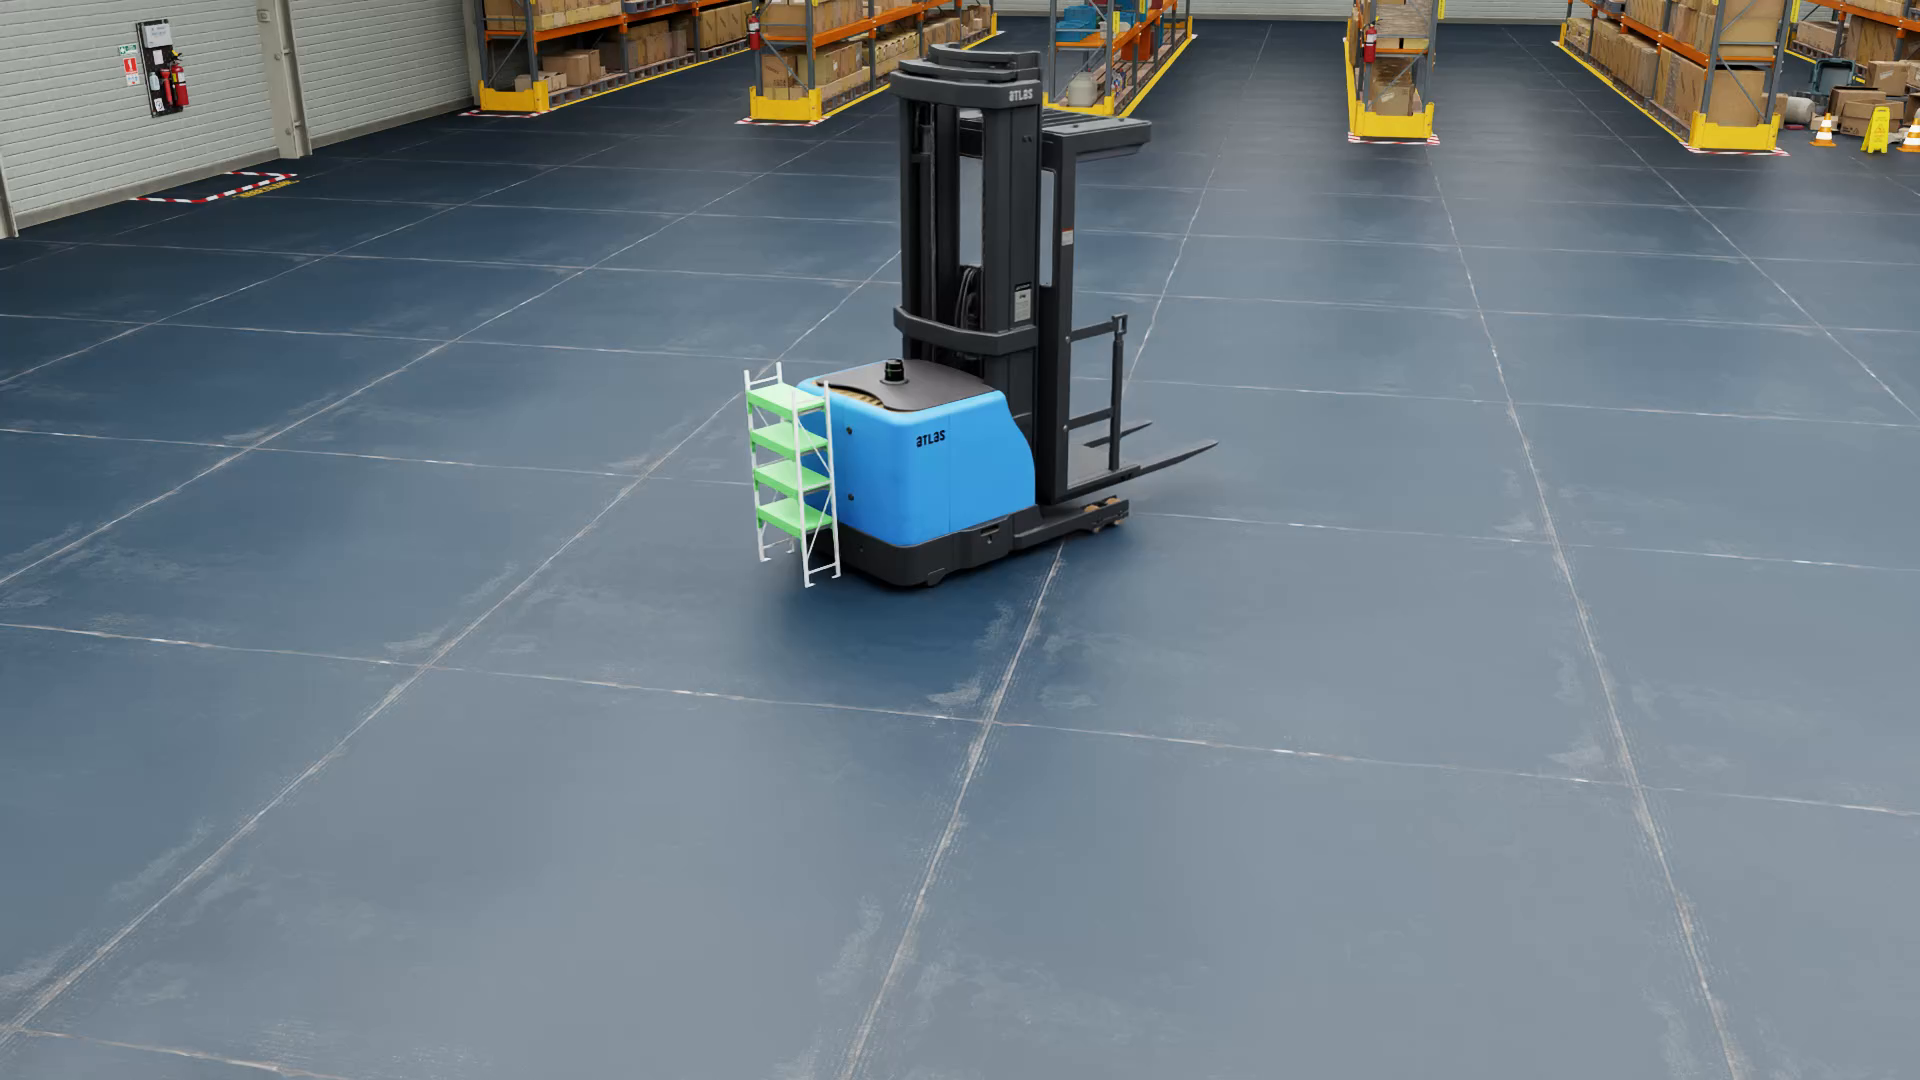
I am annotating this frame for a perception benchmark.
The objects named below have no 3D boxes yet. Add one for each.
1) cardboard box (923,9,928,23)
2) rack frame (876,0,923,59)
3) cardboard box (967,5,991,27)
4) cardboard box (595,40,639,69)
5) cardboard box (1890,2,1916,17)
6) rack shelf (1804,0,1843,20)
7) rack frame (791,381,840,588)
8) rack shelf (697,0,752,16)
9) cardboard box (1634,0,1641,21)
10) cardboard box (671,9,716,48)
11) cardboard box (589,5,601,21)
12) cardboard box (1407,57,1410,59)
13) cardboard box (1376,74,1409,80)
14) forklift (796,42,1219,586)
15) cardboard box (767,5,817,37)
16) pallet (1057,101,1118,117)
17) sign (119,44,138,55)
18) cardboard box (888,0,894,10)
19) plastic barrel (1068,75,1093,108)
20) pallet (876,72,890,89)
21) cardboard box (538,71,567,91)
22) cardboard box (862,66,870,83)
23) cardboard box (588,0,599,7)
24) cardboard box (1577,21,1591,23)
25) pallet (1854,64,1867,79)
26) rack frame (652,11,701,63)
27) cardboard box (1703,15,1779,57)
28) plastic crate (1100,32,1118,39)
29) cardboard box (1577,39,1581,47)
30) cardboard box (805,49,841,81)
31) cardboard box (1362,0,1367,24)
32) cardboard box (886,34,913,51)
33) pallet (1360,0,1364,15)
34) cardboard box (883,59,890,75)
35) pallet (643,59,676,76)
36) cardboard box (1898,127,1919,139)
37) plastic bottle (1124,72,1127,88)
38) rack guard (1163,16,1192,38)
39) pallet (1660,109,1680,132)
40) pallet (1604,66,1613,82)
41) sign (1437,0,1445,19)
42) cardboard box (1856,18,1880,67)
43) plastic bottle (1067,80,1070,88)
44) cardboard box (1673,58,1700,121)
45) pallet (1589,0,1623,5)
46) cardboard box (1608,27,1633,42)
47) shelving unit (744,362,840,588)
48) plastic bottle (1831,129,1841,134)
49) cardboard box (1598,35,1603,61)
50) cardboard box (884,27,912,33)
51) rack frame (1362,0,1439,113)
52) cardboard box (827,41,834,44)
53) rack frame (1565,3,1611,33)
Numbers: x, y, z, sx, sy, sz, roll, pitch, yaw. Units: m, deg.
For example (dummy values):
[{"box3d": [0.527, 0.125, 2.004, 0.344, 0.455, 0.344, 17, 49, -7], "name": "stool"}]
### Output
[{"box3d": [-1.009, -11.744, 37.252, 0.500, 0.250, 0.500, 5, 22, 11], "name": "cardboard box"}, {"box3d": [-1.284, -11.413, 34.676, 1.000, 3.000, 0.127, 4, 22, 11], "name": "rack frame"}, {"box3d": [0.479, -13.166, 41.785, 0.500, 0.500, 0.500, 4, 22, 11], "name": "cardboard box"}, {"box3d": [-6.816, -9.641, 33.035, 0.700, 0.500, 0.500, 5, 23, 13], "name": "cardboard box"}, {"box3d": [17.964, -10.036, 31.458, 0.500, 0.250, 0.500, 4, 22, 9], "name": "cardboard box"}, {"box3d": [19.339, -11.761, 36.505, 1.077, 0.370, 4.000, 4, 22, 11], "name": "rack shelf"}, {"box3d": [-0.821, -0.309, 9.500, 0.240, 1.200, 0.015, -19, 29, -34], "name": "rack frame"}, {"box3d": [-5.726, -12.187, 37.561, 1.077, 0.370, 4.000, 4, 22, 11], "name": "rack shelf"}, {"box3d": [12.688, -9.773, 30.472, 0.500, 0.500, 0.500, 4, 22, 11], "name": "cardboard box"}, {"box3d": [-5.855, -11.246, 36.577, 0.750, 0.750, 0.750, 4, 22, 10], "name": "cardboard box"}, {"box3d": [-6.947, -9.703, 30.604, 0.500, 0.250, 0.500, 4, 22, 11], "name": "cardboard box"}, {"box3d": [7.859, -8.634, 30.533, 0.700, 0.500, 0.500, 4, 22, 11], "name": "cardboard box"}, {"box3d": [7.160, -7.442, 27.600, 0.500, 0.500, 0.500, 7, 23, 16], "name": "cardboard box"}, {"box3d": [0.442, -1.539, 10.252, 3.031, 2.935, 1.130, -19, 29, -39], "name": "forklift"}, {"box3d": [-2.808, -8.703, 27.814, 0.700, 0.500, 0.500, 4, 22, 11], "name": "cardboard box"}, {"box3d": [2.073, -7.143, 27.806, 1.003, 0.211, 1.213, 4, 22, 11], "name": "pallet"}, {"box3d": [-10.440, -6.159, 20.874, 0.001, 0.109, 0.331, 4, 22, 11], "name": "sign"}, {"box3d": [-1.610, -10.844, 33.131, 0.500, 0.500, 0.500, 3, 22, 8], "name": "cardboard box"}, {"box3d": [1.992, -7.395, 27.469, 0.421, 0.512, 0.421, 0, 22, 0], "name": "plastic barrel"}, {"box3d": [-1.988, -8.929, 32.241, 1.003, 0.211, 1.213, 4, 22, 11], "name": "pallet"}, {"box3d": [-7.421, -8.275, 29.895, 0.500, 0.311, 0.500, 6, 23, 15], "name": "cardboard box"}, {"box3d": [-1.980, -8.683, 31.017, 0.500, 0.250, 0.500, 4, 22, 11], "name": "cardboard box"}, {"box3d": [-6.953, -10.051, 30.465, 0.500, 0.500, 0.500, 4, 22, 9], "name": "cardboard box"}, {"box3d": [14.291, -11.760, 37.995, 0.380, 0.149, 0.250, 5, 23, 13], "name": "cardboard box"}, {"box3d": [18.601, -9.335, 33.249, 1.003, 0.211, 1.213, 4, 22, 11], "name": "pallet"}, {"box3d": [-6.134, -11.789, 35.611, 1.000, 3.000, 0.127, 4, 22, 11], "name": "rack frame"}, {"box3d": [11.647, -7.524, 24.820, 0.875, 0.550, 0.550, 4, 22, 11], "name": "cardboard box"}, {"box3d": [2.430, -8.289, 27.272, 0.298, 0.136, 0.250, 4, 22, 11], "name": "plastic crate"}, {"box3d": [14.022, -11.124, 37.214, 0.380, 0.149, 0.250, 4, 22, 11], "name": "cardboard box"}, {"box3d": [-2.399, -8.300, 29.062, 0.500, 0.500, 0.500, 4, 22, 11], "name": "cardboard box"}, {"box3d": [7.308, -9.038, 28.247, 0.875, 0.500, 0.500, 4, 22, 11], "name": "cardboard box"}, {"box3d": [-1.249, -10.191, 34.011, 0.500, 0.311, 0.500, 4, 22, 10], "name": "cardboard box"}, {"box3d": [8.372, -10.299, 32.166, 1.213, 0.211, 1.003, 4, 22, 11], "name": "pallet"}, {"box3d": [-1.669, -9.185, 32.262, 0.500, 0.250, 0.500, 5, 22, 12], "name": "cardboard box"}, {"box3d": [-6.546, -9.765, 34.318, 1.003, 0.211, 1.213, 4, 22, 11], "name": "pallet"}, {"box3d": [14.772, -6.286, 25.762, 0.380, 0.149, 0.250, 18, 28, 38], "name": "cardboard box"}, {"box3d": [2.973, -8.314, 30.029, 0.061, 0.283, 0.133, 6, 23, 14], "name": "plastic bottle"}, {"box3d": [5.189, -12.810, 41.491, 1.175, 0.500, 0.348, 4, 22, 11], "name": "rack guard"}, {"box3d": [11.954, -6.765, 26.869, 1.003, 0.211, 1.213, 4, 22, 11], "name": "pallet"}, {"box3d": [13.409, -9.233, 32.997, 1.003, 0.211, 1.213, 4, 22, 11], "name": "pallet"}, {"box3d": [7.312, -8.091, 25.269, 0.100, 0.325, 0.005, 4, 22, 11], "name": "sign"}, {"box3d": [18.706, -10.009, 33.473, 0.875, 0.875, 0.875, 5, 22, 12], "name": "cardboard box"}, {"box3d": [1.884, -7.801, 28.756, 0.061, 0.283, 0.133, 5, 22, 12], "name": "plastic bottle"}, {"box3d": [11.867, -7.100, 26.249, 0.875, 0.875, 0.875, 4, 22, 10], "name": "cardboard box"}, {"box3d": [13.766, -11.347, 34.769, 1.003, 0.211, 1.213, 4, 22, 11], "name": "pallet"}, {"box3d": [13.224, -10.080, 33.147, 0.500, 0.250, 0.500, 5, 22, 12], "name": "cardboard box"}, {"box3d": [-0.973, -0.380, 9.678, 0.258, 1.200, 0.503, -19, 29, -34], "name": "shelving unit"}, {"box3d": [13.813, -6.481, 26.365, 0.133, 0.061, 0.283, -3, 22, -8], "name": "plastic bottle"}, {"box3d": [13.454, -10.103, 34.208, 0.500, 0.500, 0.500, 5, 22, 12], "name": "cardboard box"}, {"box3d": [-1.323, -10.817, 35.955, 0.500, 0.500, 0.500, 5, 23, 13], "name": "cardboard box"}, {"box3d": [6.781, -7.731, 25.533, 1.000, 3.000, 0.127, 4, 22, 11], "name": "rack frame"}, {"box3d": [-2.595, -8.888, 30.522, 0.500, 0.500, 0.500, 4, 22, 11], "name": "cardboard box"}, {"box3d": [14.881, -13.167, 39.032, 1.000, 3.000, 0.127, 4, 22, 11], "name": "rack frame"}]
